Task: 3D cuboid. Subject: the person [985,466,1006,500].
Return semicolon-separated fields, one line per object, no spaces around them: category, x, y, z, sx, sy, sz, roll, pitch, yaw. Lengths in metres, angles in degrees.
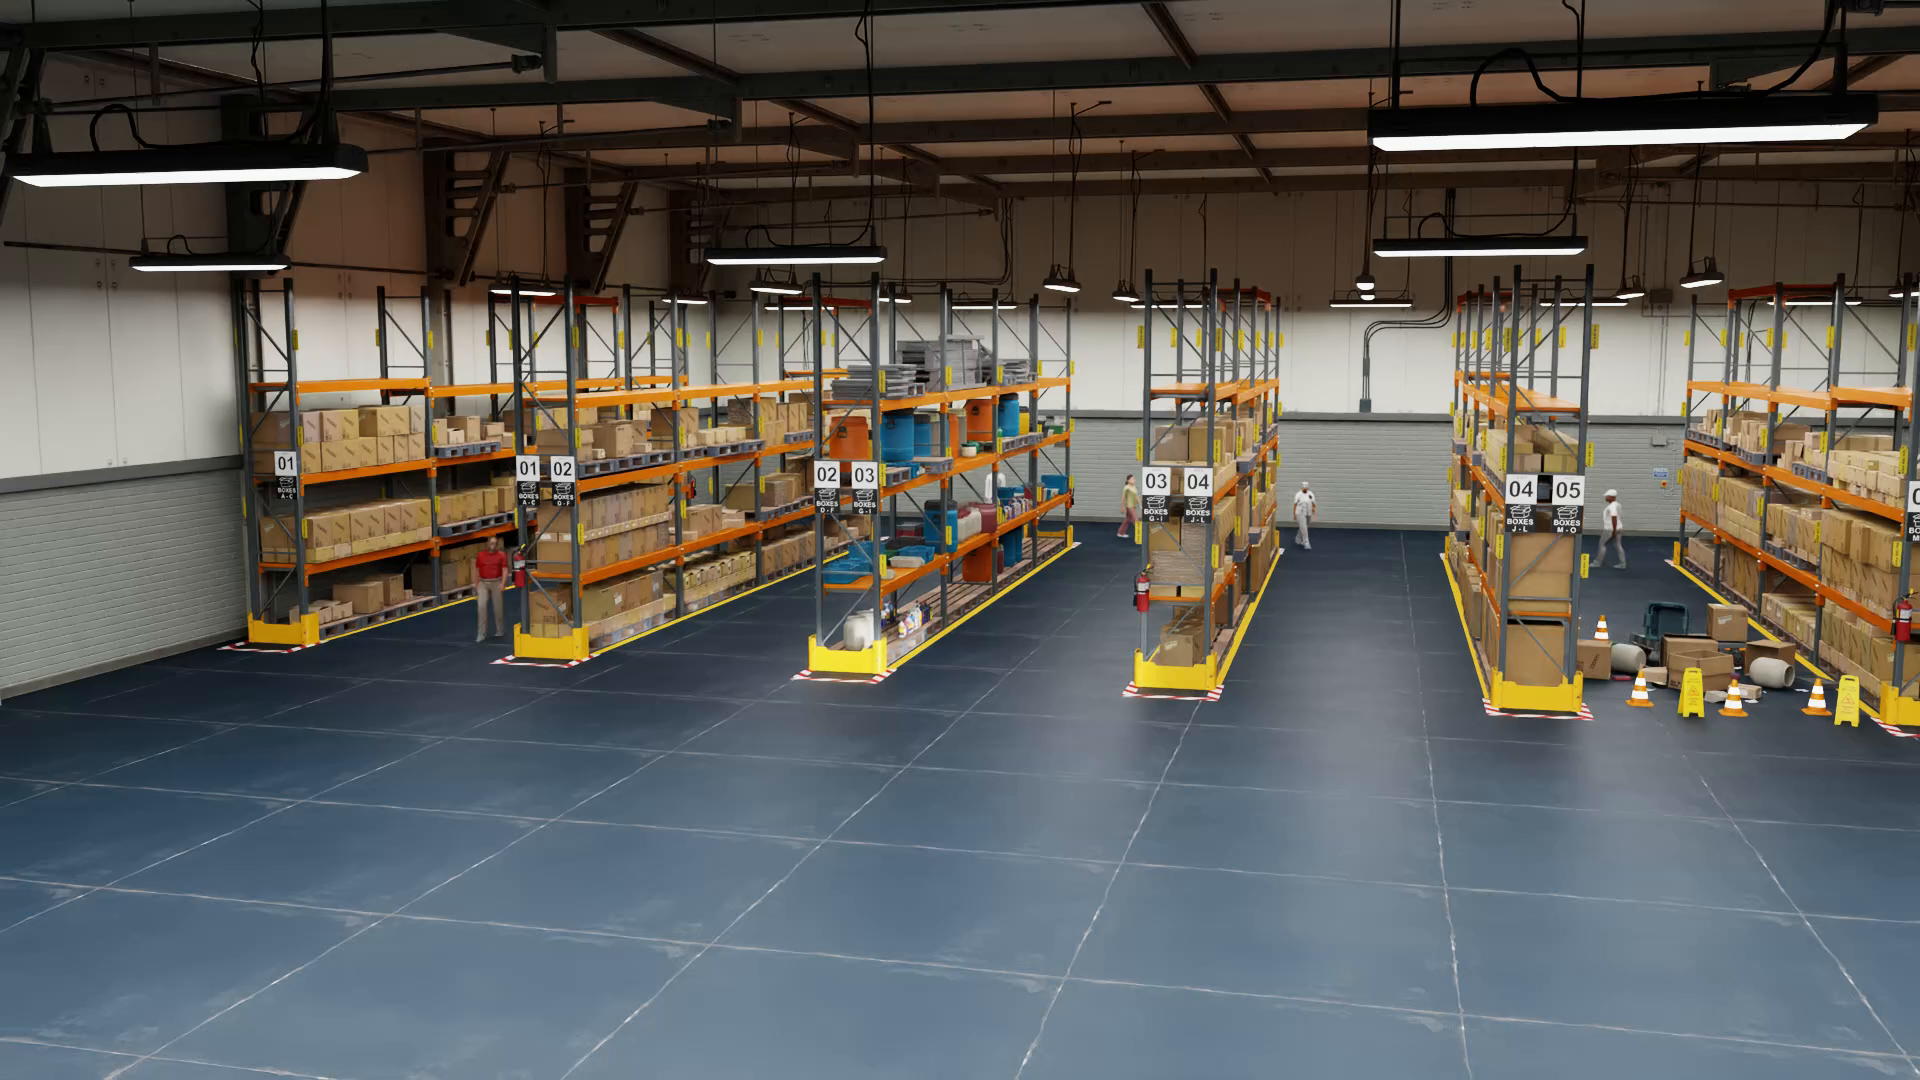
person;0.924;-1.136;43.842;0.567;1.749;0.947;-6;9;-39

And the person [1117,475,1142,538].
person;4.367;-0.833;41.826;0.972;1.618;0.461;5;9;38

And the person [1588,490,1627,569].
person;14.273;-0.249;36.521;0.519;1.720;0.904;-5;9;-37

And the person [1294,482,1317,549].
person;8.310;-0.618;40.096;0.458;1.598;1.080;-2;7;-20

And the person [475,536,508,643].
person;-7.903;0.822;27.977;0.565;1.731;0.781;-1;7;-8
